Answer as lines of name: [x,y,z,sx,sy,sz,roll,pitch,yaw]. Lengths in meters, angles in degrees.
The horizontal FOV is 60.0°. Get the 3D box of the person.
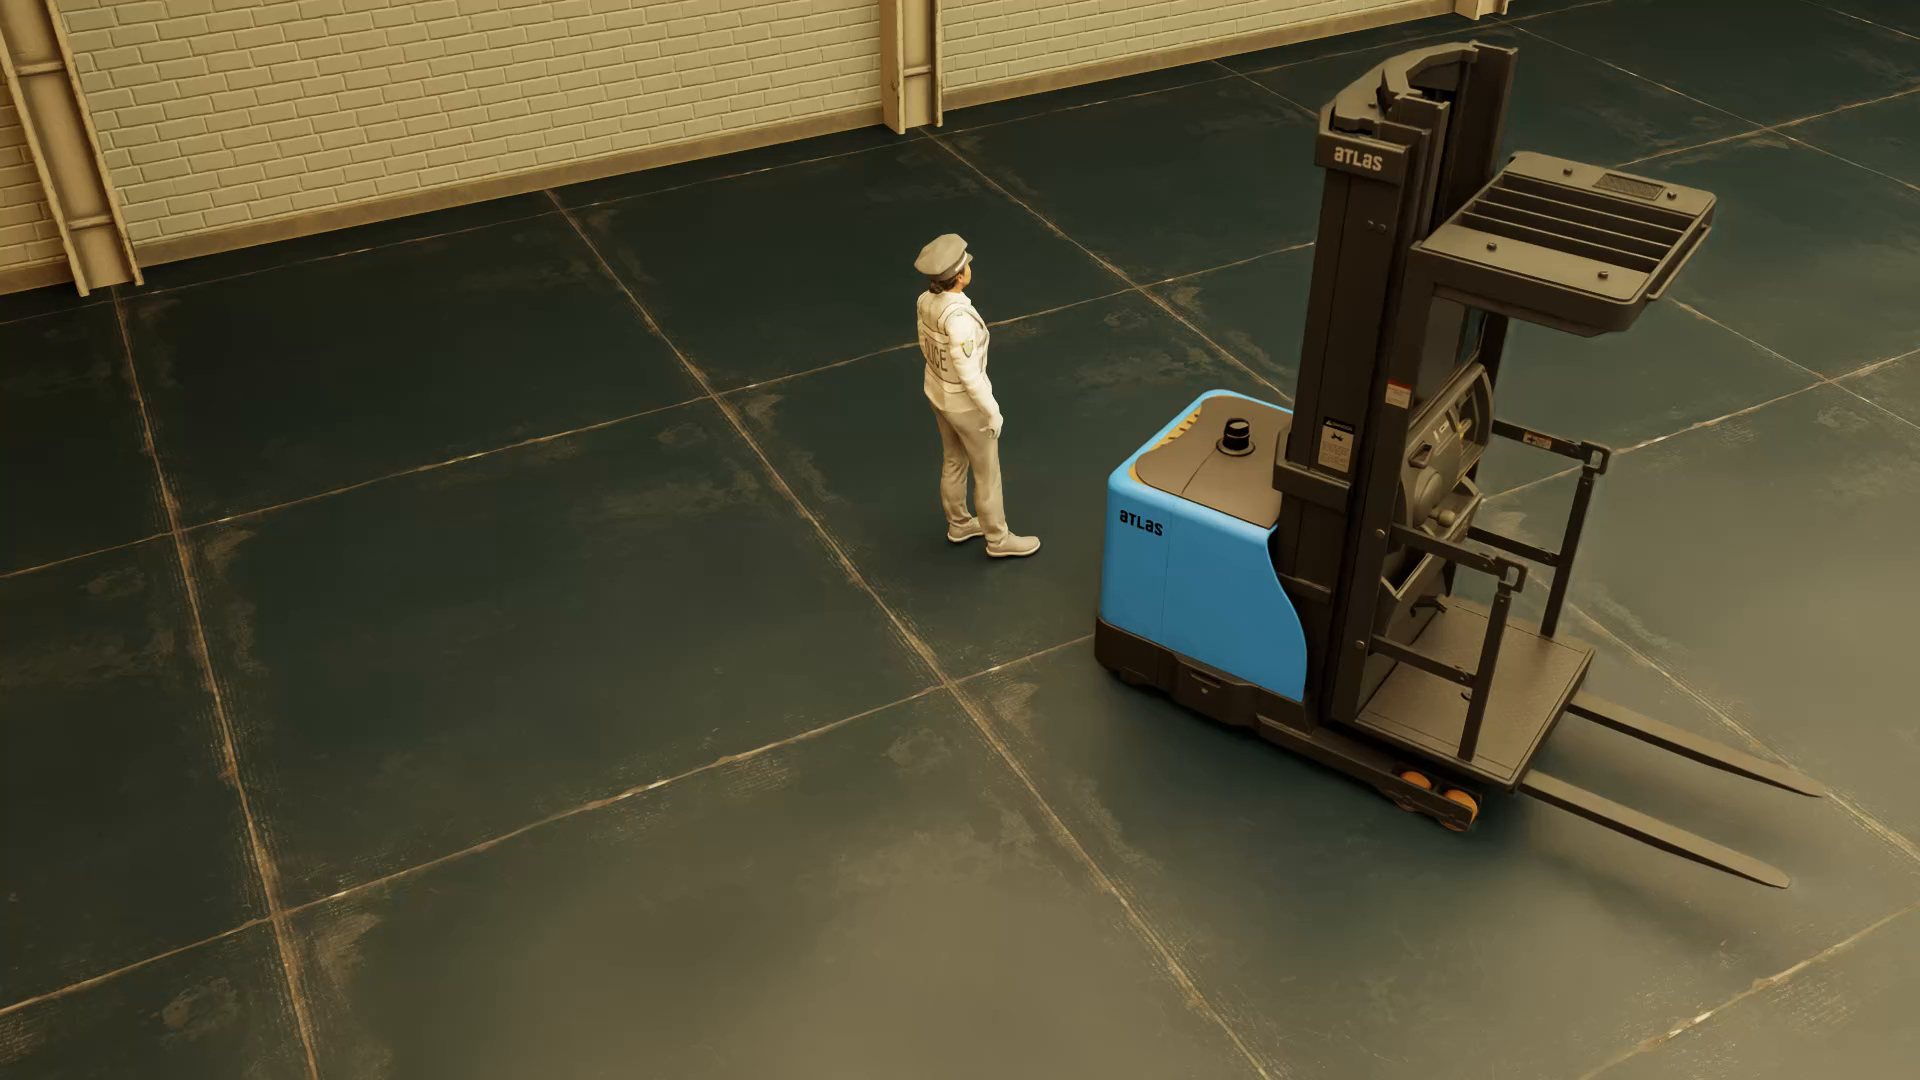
person: [0.064,-0.713,8.190,0.530,1.694,0.587,-17,39,-23]

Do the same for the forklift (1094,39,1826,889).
forklift: [2.127,-0.336,6.598,3.031,2.935,1.130,22,41,28]
